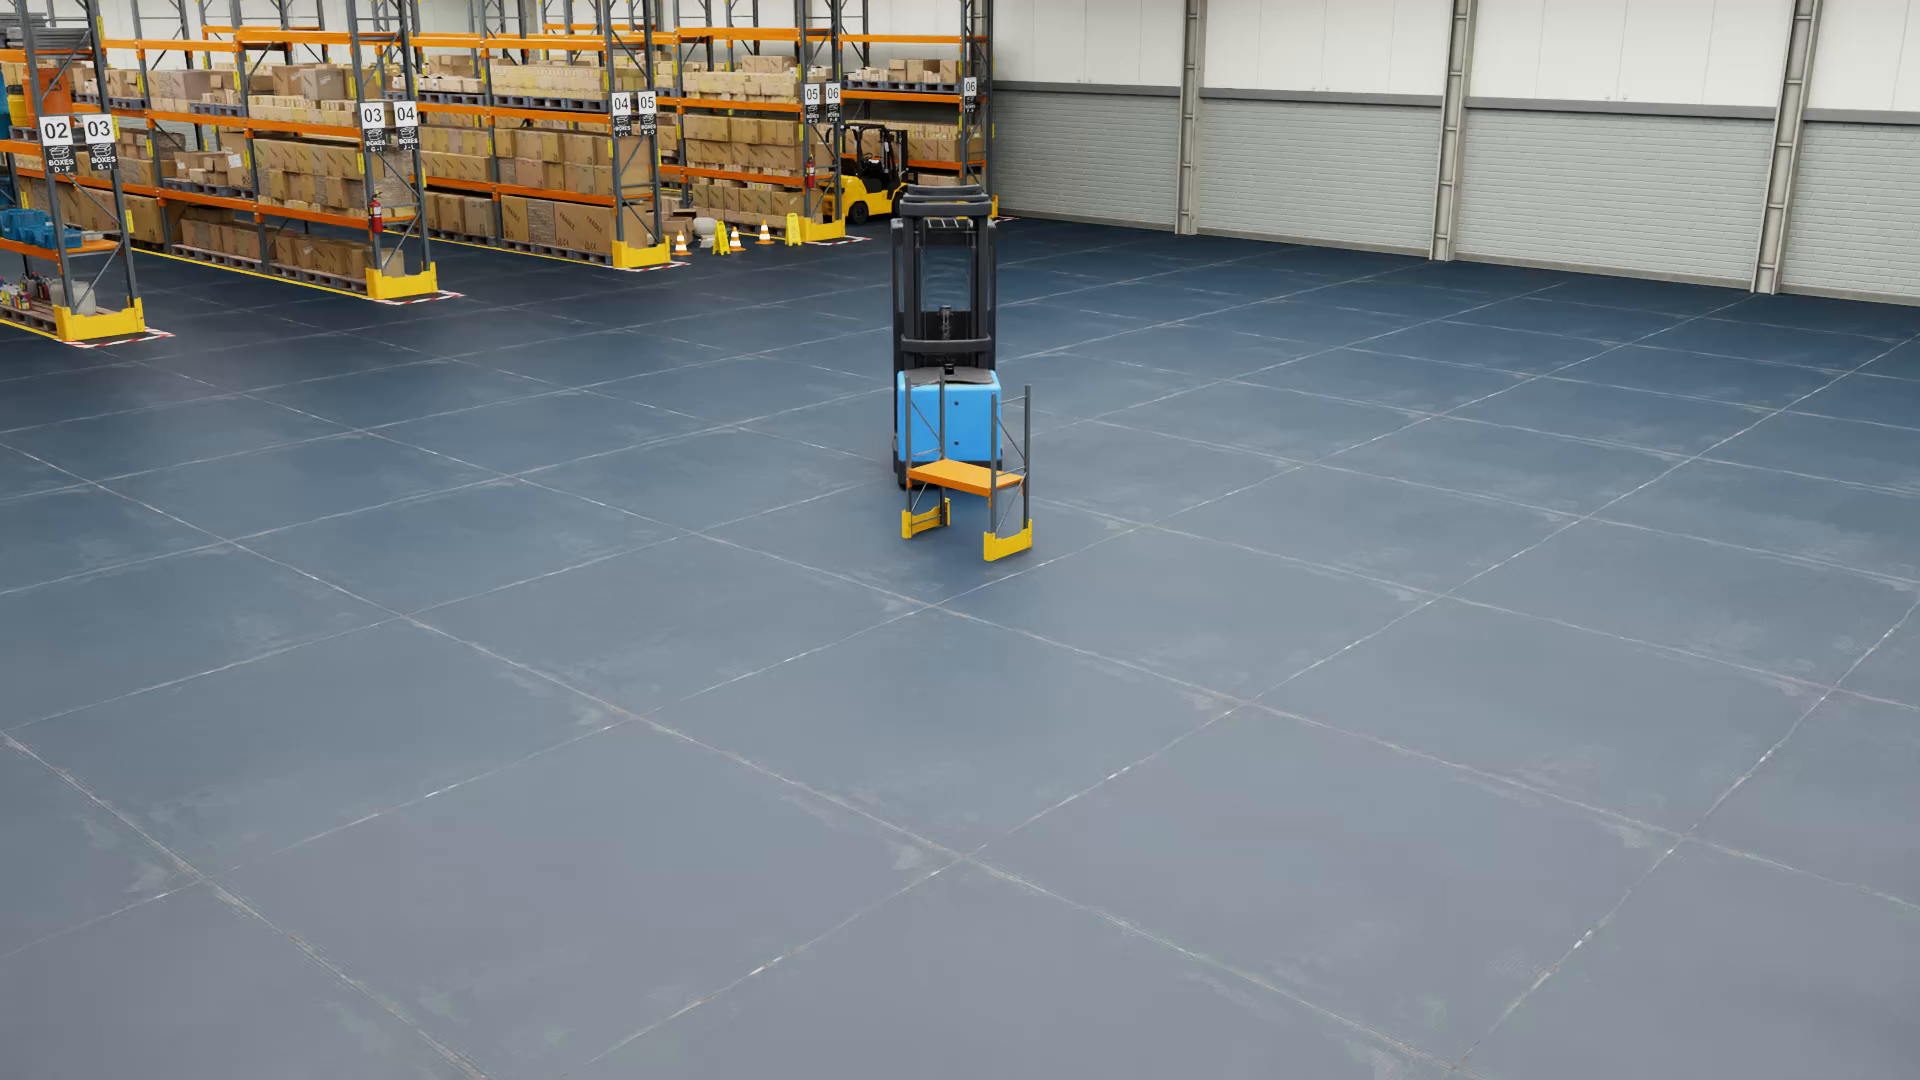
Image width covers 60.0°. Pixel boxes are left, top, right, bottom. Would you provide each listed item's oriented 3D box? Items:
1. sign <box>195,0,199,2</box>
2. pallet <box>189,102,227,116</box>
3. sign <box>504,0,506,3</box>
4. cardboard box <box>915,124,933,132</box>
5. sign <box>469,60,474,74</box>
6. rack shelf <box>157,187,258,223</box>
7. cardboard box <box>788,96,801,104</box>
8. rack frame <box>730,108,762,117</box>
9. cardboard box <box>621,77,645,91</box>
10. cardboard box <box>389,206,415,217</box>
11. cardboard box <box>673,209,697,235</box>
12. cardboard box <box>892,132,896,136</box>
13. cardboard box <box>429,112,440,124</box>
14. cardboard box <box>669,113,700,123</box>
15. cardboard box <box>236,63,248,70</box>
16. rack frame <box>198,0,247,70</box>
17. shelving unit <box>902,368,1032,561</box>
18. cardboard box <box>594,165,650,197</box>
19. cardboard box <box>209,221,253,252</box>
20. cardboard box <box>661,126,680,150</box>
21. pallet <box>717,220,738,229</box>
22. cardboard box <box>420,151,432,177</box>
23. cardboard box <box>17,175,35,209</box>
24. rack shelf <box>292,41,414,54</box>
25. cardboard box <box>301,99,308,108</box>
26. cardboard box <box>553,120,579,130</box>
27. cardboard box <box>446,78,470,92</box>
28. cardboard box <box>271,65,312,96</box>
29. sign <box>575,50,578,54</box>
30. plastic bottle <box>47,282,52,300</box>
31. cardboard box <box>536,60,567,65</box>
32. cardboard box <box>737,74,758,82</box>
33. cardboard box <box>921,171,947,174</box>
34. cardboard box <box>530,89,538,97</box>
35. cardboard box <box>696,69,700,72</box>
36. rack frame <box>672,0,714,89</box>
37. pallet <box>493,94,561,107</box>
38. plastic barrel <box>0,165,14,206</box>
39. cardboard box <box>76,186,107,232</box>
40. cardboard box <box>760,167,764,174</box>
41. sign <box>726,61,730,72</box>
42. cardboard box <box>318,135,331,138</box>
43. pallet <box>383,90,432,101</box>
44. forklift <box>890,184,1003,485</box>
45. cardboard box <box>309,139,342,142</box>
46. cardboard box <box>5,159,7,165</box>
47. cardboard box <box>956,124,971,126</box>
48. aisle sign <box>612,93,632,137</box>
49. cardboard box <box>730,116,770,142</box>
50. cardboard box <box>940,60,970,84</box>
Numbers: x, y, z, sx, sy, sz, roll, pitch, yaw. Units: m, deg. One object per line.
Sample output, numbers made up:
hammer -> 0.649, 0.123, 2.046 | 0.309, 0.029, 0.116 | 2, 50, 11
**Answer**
sign -> -18.447, -13.156, 40.154 | 0.005, 0.325, 0.100 | 15, 23, 39
pallet -> -13.648, -8.121, 31.233 | 1.003, 0.211, 1.213 | 15, 23, 39
sign -> -11.533, -13.741, 41.998 | 0.005, 0.325, 0.100 | 15, 23, 39
cardboard box -> -0.849, -9.694, 39.107 | 0.250, 0.149, 0.380 | 16, 23, 41
sign -> -12.252, -11.862, 41.723 | 0.005, 0.325, 0.100 | 15, 23, 39
rack shelf -> -13.975, -6.484, 31.912 | 4.000, 0.370, 1.077 | 15, 23, 39
cardboard box -> -3.362, -9.183, 34.683 | 0.250, 0.149, 0.380 | 15, 23, 39
rack frame -> -5.601, -10.595, 43.674 | 0.127, 3.000, 1.000 | 15, 23, 39
cardboard box -> -6.310, -8.627, 31.413 | 0.500, 0.250, 0.500 | 15, 23, 39
cardboard box -> -9.542, -5.614, 28.395 | 0.250, 0.149, 0.380 | 15, 23, 39
cardboard box -> -6.003, -6.954, 36.332 | 0.500, 0.500, 0.500 | -3, 18, -8
cardboard box -> -1.402, -9.710, 39.649 | 0.250, 0.149, 0.380 | 14, 23, 38
cardboard box -> -13.551, -11.137, 43.565 | 0.500, 0.500, 0.500 | 15, 23, 39
cardboard box -> -7.405, -11.236, 44.837 | 0.500, 0.500, 0.700 | 15, 23, 39
cardboard box -> -17.084, -11.329, 39.793 | 0.250, 0.149, 0.380 | 16, 24, 41
rack frame -> -18.086, -12.796, 40.694 | 0.127, 3.000, 1.000 | 15, 23, 39
shelving unit -> 0.057, -0.700, 14.975 | 1.083, 1.500, 0.587 | 15, 23, 39
cardboard box -> -6.427, -6.860, 31.659 | 0.550, 0.550, 0.875 | 15, 23, 39
cardboard box -> -14.104, -5.896, 32.275 | 0.700, 0.500, 0.500 | -16, 24, -41
cardboard box -> -6.399, -9.098, 37.608 | 0.500, 0.500, 0.500 | 15, 23, 38
pallet -> -5.375, -7.212, 37.625 | 1.213, 0.211, 1.003 | 15, 23, 39
cardboard box -> -11.187, -8.024, 35.410 | 0.500, 0.500, 0.500 | 15, 23, 39
cardboard box -> -20.922, -7.912, 38.040 | 0.875, 0.875, 0.875 | 15, 23, 39
rack shelf -> -13.599, -11.058, 37.068 | 4.000, 0.370, 1.077 | 15, 23, 39
cardboard box -> -11.044, -7.484, 28.504 | 0.250, 0.149, 0.380 | 14, 22, 37
cardboard box -> -9.453, -10.040, 40.108 | 0.500, 0.500, 0.500 | 14, 23, 38
cardboard box -> -10.181, -9.332, 34.125 | 0.500, 0.250, 0.500 | 15, 23, 39
cardboard box -> -11.973, -8.250, 29.845 | 0.500, 0.500, 0.500 | 14, 22, 38
sign -> -11.201, -14.174, 48.531 | 0.005, 0.325, 0.100 | 15, 23, 39
plastic bottle -> -14.589, -4.015, 26.719 | 0.135, 0.276, 0.152 | 16, 23, 40
cardboard box -> -9.759, -11.304, 40.092 | 0.500, 0.500, 0.700 | 14, 22, 37
cardboard box -> -4.527, -9.856, 35.485 | 0.250, 0.149, 0.380 | 16, 23, 41
cardboard box -> -0.594, -8.696, 39.891 | 0.500, 0.250, 0.500 | 15, 23, 39
cardboard box -> -8.111, -8.680, 32.238 | 0.250, 0.149, 0.380 | 15, 23, 39
cardboard box -> -6.755, -12.376, 43.917 | 0.250, 0.149, 0.380 | 15, 23, 40
rack frame -> -5.901, -11.527, 36.695 | 0.127, 3.000, 1.000 | 15, 23, 39
pallet -> -8.506, -8.748, 33.044 | 1.213, 0.211, 1.003 | 15, 23, 39
plastic barrel -> -15.854, -5.690, 27.391 | 0.708, 0.901, 0.600 | 15, 23, 39
cardboard box -> -17.970, -7.095, 35.466 | 0.875, 0.875, 1.225 | 15, 23, 39
cardboard box -> -4.082, -7.982, 35.856 | 0.250, 0.149, 0.380 | 15, 23, 40
sign -> -5.962, -12.148, 42.757 | 0.005, 0.325, 0.100 | 15, 23, 39
cardboard box -> -14.326, -9.106, 37.721 | 0.250, 0.149, 0.380 | 15, 23, 39
pallet -> -11.586, -9.553, 35.746 | 1.003, 0.211, 1.213 | 16, 24, 42
forklift -> -0.180, -2.347, 17.801 | 1.130, 2.935, 3.031 | -1, 18, -3
cardboard box -> -11.211, -6.863, 29.606 | 0.500, 0.500, 0.500 | 15, 23, 39
cardboard box -> -21.408, -8.569, 37.708 | 0.250, 0.149, 0.380 | 15, 23, 40
cardboard box -> 0.116, -9.670, 39.032 | 0.250, 0.149, 0.380 | 16, 24, 41
aisle sign -> -6.265, -7.881, 30.827 | 0.004, 0.787, 0.394 | 15, 23, 39
cardboard box -> -4.540, -8.898, 36.018 | 0.500, 0.500, 0.700 | 15, 23, 39
cardboard box -> -0.110, -10.747, 38.172 | 0.500, 0.500, 0.500 | 16, 24, 41
